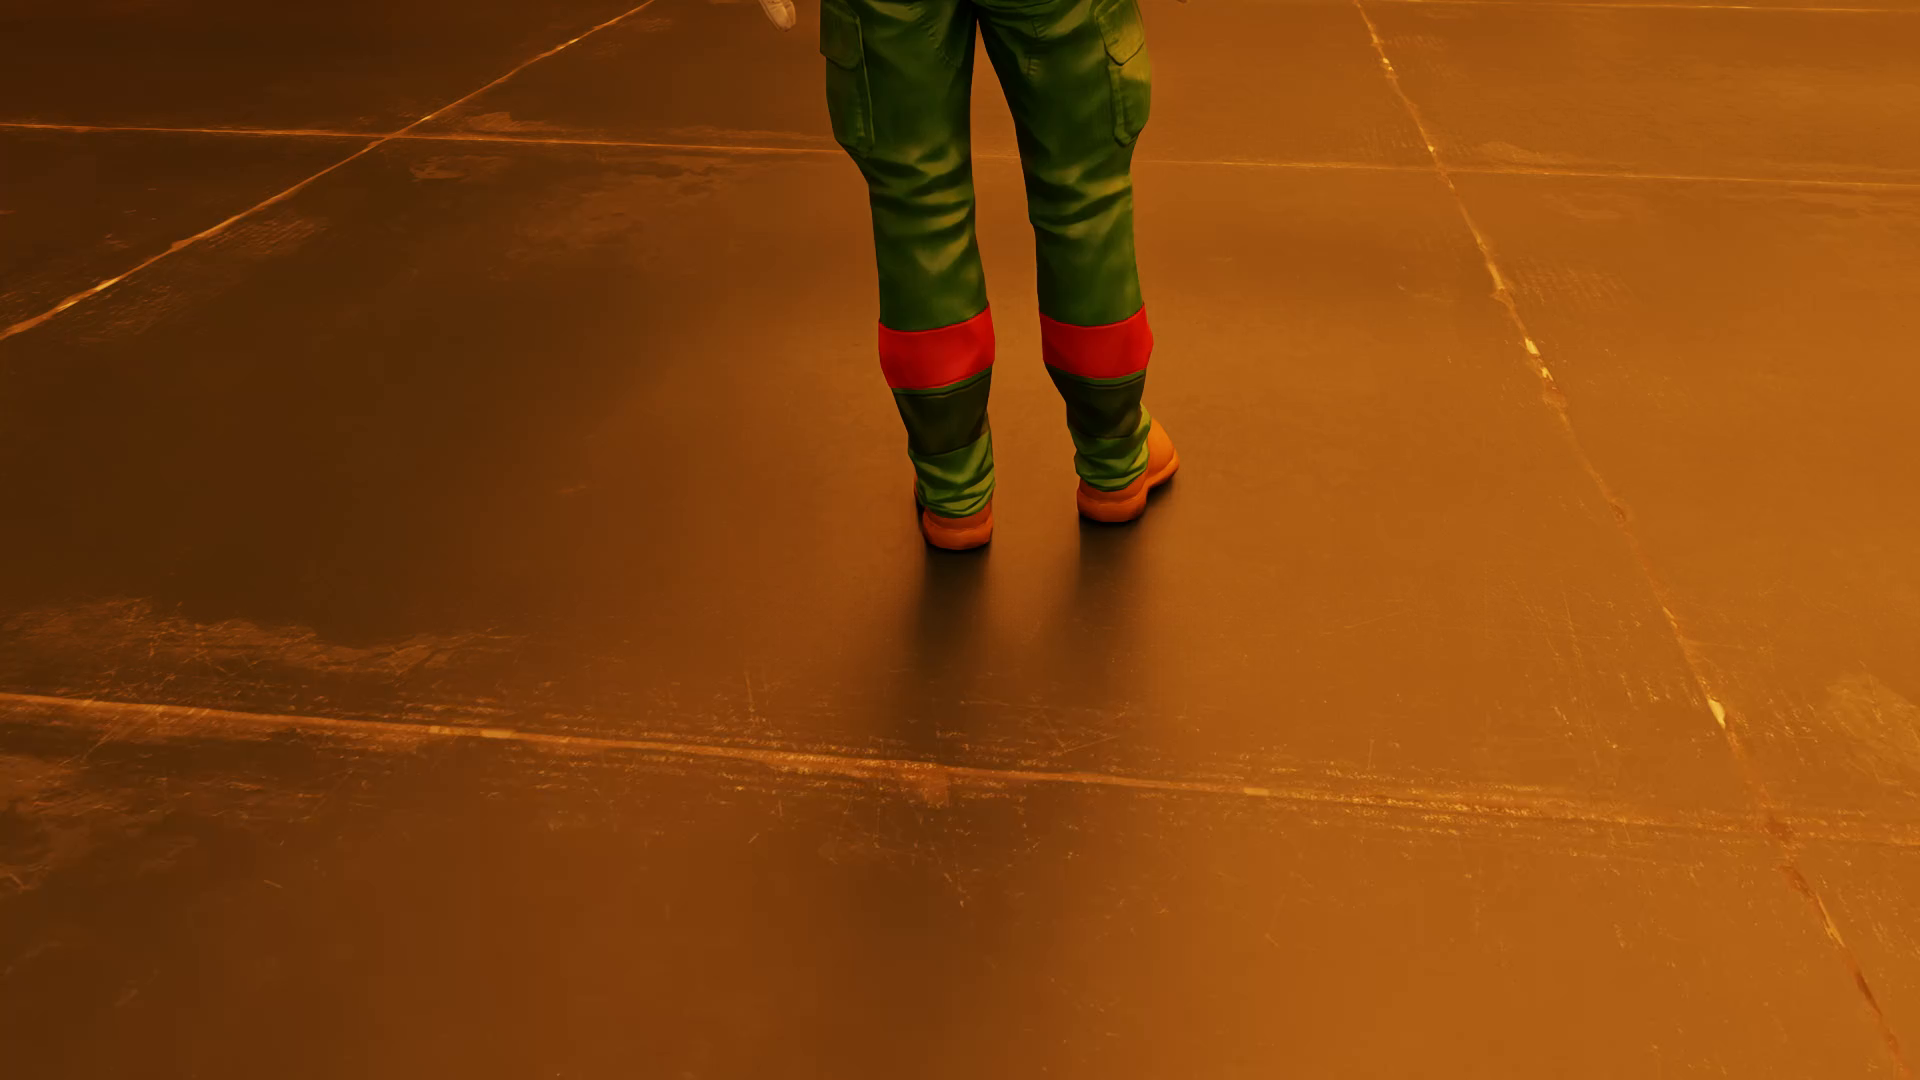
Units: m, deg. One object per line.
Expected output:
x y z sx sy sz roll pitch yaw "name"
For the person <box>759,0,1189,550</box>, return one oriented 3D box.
0.023 -0.842 2.167 0.637 1.787 0.564 3 27 7 "person"
